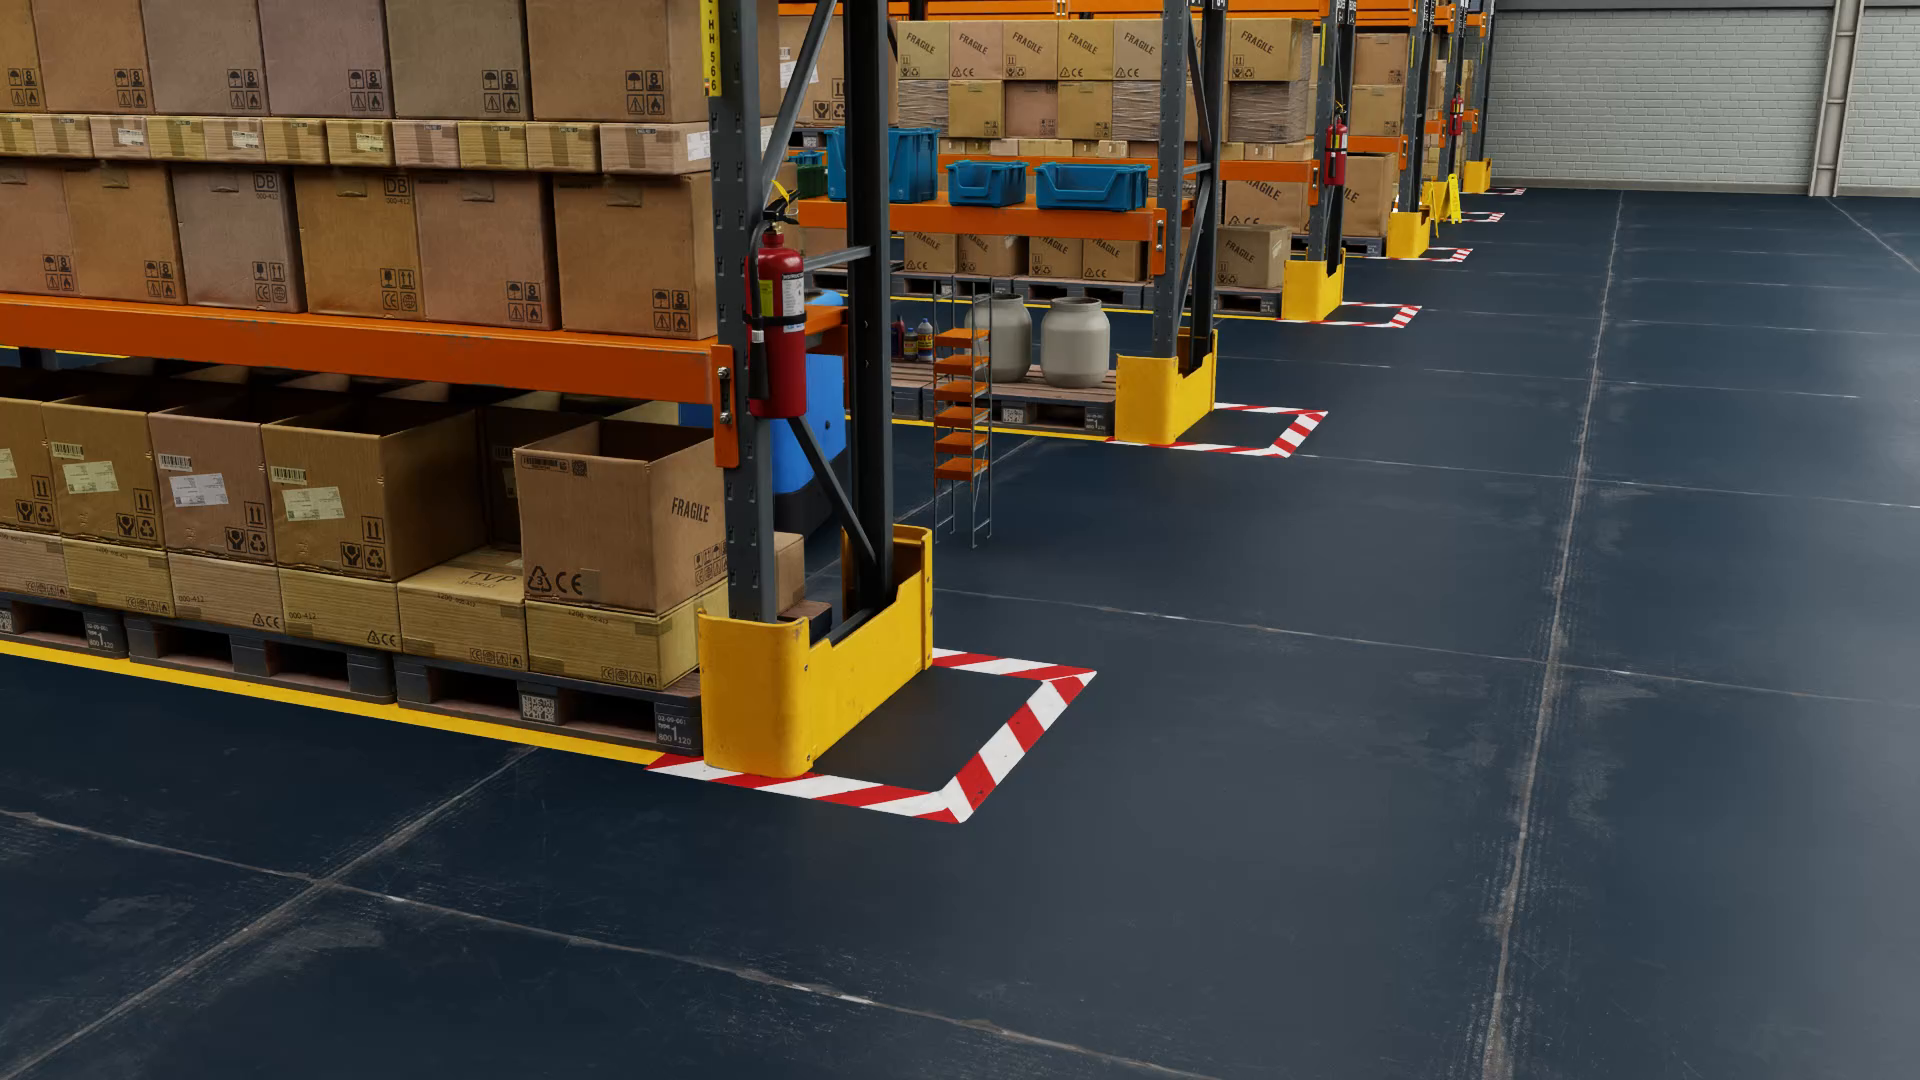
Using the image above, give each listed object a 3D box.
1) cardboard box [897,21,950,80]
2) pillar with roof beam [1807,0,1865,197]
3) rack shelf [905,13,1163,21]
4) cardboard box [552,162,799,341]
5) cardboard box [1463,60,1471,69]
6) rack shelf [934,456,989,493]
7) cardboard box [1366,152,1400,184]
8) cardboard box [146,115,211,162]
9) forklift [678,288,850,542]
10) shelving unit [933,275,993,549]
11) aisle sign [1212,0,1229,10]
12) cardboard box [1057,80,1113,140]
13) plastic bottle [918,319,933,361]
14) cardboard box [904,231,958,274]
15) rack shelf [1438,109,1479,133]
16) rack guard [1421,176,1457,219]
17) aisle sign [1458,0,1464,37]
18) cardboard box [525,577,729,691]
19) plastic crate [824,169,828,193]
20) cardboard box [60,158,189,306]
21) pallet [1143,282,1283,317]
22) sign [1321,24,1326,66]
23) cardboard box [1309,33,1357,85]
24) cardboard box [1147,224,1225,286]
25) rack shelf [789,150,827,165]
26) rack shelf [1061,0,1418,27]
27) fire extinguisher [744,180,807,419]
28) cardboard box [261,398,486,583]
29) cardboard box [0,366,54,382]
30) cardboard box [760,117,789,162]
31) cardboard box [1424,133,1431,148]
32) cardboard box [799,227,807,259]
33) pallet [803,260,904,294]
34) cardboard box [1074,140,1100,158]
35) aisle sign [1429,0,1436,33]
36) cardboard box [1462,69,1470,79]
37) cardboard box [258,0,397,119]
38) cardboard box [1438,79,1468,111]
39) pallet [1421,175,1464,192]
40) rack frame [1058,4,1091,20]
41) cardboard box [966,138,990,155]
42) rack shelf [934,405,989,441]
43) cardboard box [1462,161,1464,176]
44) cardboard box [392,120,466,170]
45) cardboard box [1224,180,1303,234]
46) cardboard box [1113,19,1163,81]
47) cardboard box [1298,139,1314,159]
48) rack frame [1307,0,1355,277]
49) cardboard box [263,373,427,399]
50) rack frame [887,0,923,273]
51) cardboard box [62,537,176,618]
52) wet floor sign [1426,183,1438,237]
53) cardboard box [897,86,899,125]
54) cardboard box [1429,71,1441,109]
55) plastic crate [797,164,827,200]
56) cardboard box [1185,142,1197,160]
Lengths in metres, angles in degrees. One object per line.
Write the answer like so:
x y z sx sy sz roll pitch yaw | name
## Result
-0.236 -4.406 14.964 0.500 0.500 0.500 6 17 21 | cardboard box
12.299 -8.751 21.678 0.400 9.000 9.100 6 17 21 | pillar with roof beam
1.215 -7.717 24.784 4.000 0.370 1.077 6 17 21 | rack shelf
-0.908 -0.968 5.448 0.500 0.500 0.700 6 17 21 | cardboard box
8.203 -7.780 27.216 0.250 0.149 0.380 6 17 21 | cardboard box
0.013 -0.302 7.581 0.180 0.103 0.258 6 17 21 | rack shelf
5.955 -5.263 23.257 0.500 0.500 0.500 6 17 21 | cardboard box
-2.578 -1.402 5.781 0.250 0.149 0.380 6 17 20 | cardboard box
-2.110 -1.518 7.645 3.031 2.935 1.130 3 16 10 | forklift
0.013 -0.575 7.501 0.189 1.200 0.258 6 17 21 | shelving unit
1.517 -3.470 9.584 0.004 0.787 0.394 6 17 21 | aisle sign
1.239 -3.828 14.768 0.500 0.500 0.875 6 17 21 | cardboard box
-0.230 -1.320 10.946 0.097 0.271 0.097 0 16 0 | plastic bottle
-0.204 -2.797 15.657 0.500 0.500 0.500 6 17 19 | cardboard box
6.754 -7.155 28.229 4.000 0.370 1.077 6 17 21 | rack shelf
6.726 -4.815 23.363 0.348 0.500 1.175 6 17 21 | rack guard
6.747 -7.175 22.345 0.004 0.787 0.394 6 17 21 | aisle sign
-1.085 0.272 5.536 0.500 0.250 0.500 6 17 21 | cardboard box
-0.775 -2.335 10.810 0.437 0.136 0.530 6 17 21 | plastic crate
-2.826 -1.178 6.170 0.500 0.500 0.700 7 17 21 | cardboard box
2.347 -2.199 14.868 1.213 0.211 1.003 6 17 21 | pallet
2.938 -4.004 13.440 0.005 0.325 0.100 6 17 21 | sign
4.198 -5.385 18.635 0.550 0.550 0.875 6 17 21 | cardboard box
2.017 -2.559 14.840 0.500 0.500 0.500 12 20 35 | cardboard box
-2.421 -3.706 16.349 4.000 0.370 1.077 6 17 21 | rack shelf
3.213 -6.013 18.917 4.000 0.370 1.077 6 17 21 | rack shelf
-0.539 -0.699 4.840 0.183 0.674 0.296 6 17 21 | fire extinguisher
-2.022 -0.186 5.769 0.500 0.500 0.500 6 17 21 | cardboard box
-3.883 -0.391 6.473 0.500 0.500 0.500 6 17 21 | cardboard box
-0.764 -1.324 5.512 0.250 0.149 0.380 6 17 20 | cardboard box
7.594 -6.674 27.667 0.500 0.250 0.500 7 17 22 | cardboard box
-1.561 -2.980 16.252 0.500 0.500 0.700 6 17 20 | cardboard box
-1.286 -2.587 16.206 1.213 0.211 1.003 6 17 21 | pallet
1.178 -3.462 14.670 0.250 0.149 0.380 6 17 21 | cardboard box
5.250 -6.033 18.411 0.004 0.787 0.394 6 17 21 | aisle sign
8.189 -7.618 27.191 0.250 0.149 0.380 7 17 21 | cardboard box
-1.917 -1.700 5.643 0.500 0.500 0.700 6 17 21 | cardboard box
8.060 -7.326 27.348 0.500 0.500 0.500 6 17 19 | cardboard box
7.887 -6.024 28.044 1.213 0.211 1.003 6 17 21 | pallet
1.353 -5.123 19.940 0.127 3.000 1.000 6 17 21 | rack frame
0.235 -3.556 14.992 0.250 0.149 0.380 6 17 21 | cardboard box
0.013 -0.532 7.514 0.180 0.103 0.258 6 17 21 | rack shelf
8.229 -6.278 28.096 0.500 0.250 0.500 6 17 21 | cardboard box
-1.619 -1.297 5.418 0.250 0.149 0.380 7 17 21 | cardboard box
3.600 -4.037 19.256 0.875 0.875 0.875 6 17 20 | cardboard box
1.626 -4.202 14.262 0.500 0.500 0.500 6 17 21 | cardboard box
2.982 -3.408 14.483 0.250 0.149 0.380 6 17 21 | cardboard box
3.160 -3.438 14.135 0.127 3.000 1.000 6 17 21 | rack frame
-2.290 -0.377 6.425 0.500 0.500 0.500 6 17 21 | cardboard box
-0.561 -3.847 15.544 0.127 3.000 1.000 6 17 21 | rack frame
-2.953 0.072 6.224 0.500 0.250 0.500 6 17 21 | cardboard box
5.827 -4.094 20.617 0.232 0.644 0.267 3 17 11 | wet floor sign
-0.644 -5.310 20.403 0.500 0.500 0.500 6 17 20 | cardboard box
6.457 -6.319 23.347 0.500 0.500 0.500 6 17 20 | cardboard box
-1.219 -2.248 10.418 0.662 0.188 0.450 6 17 21 | plastic crate
2.109 -3.360 14.318 0.250 0.149 0.380 6 17 21 | cardboard box
